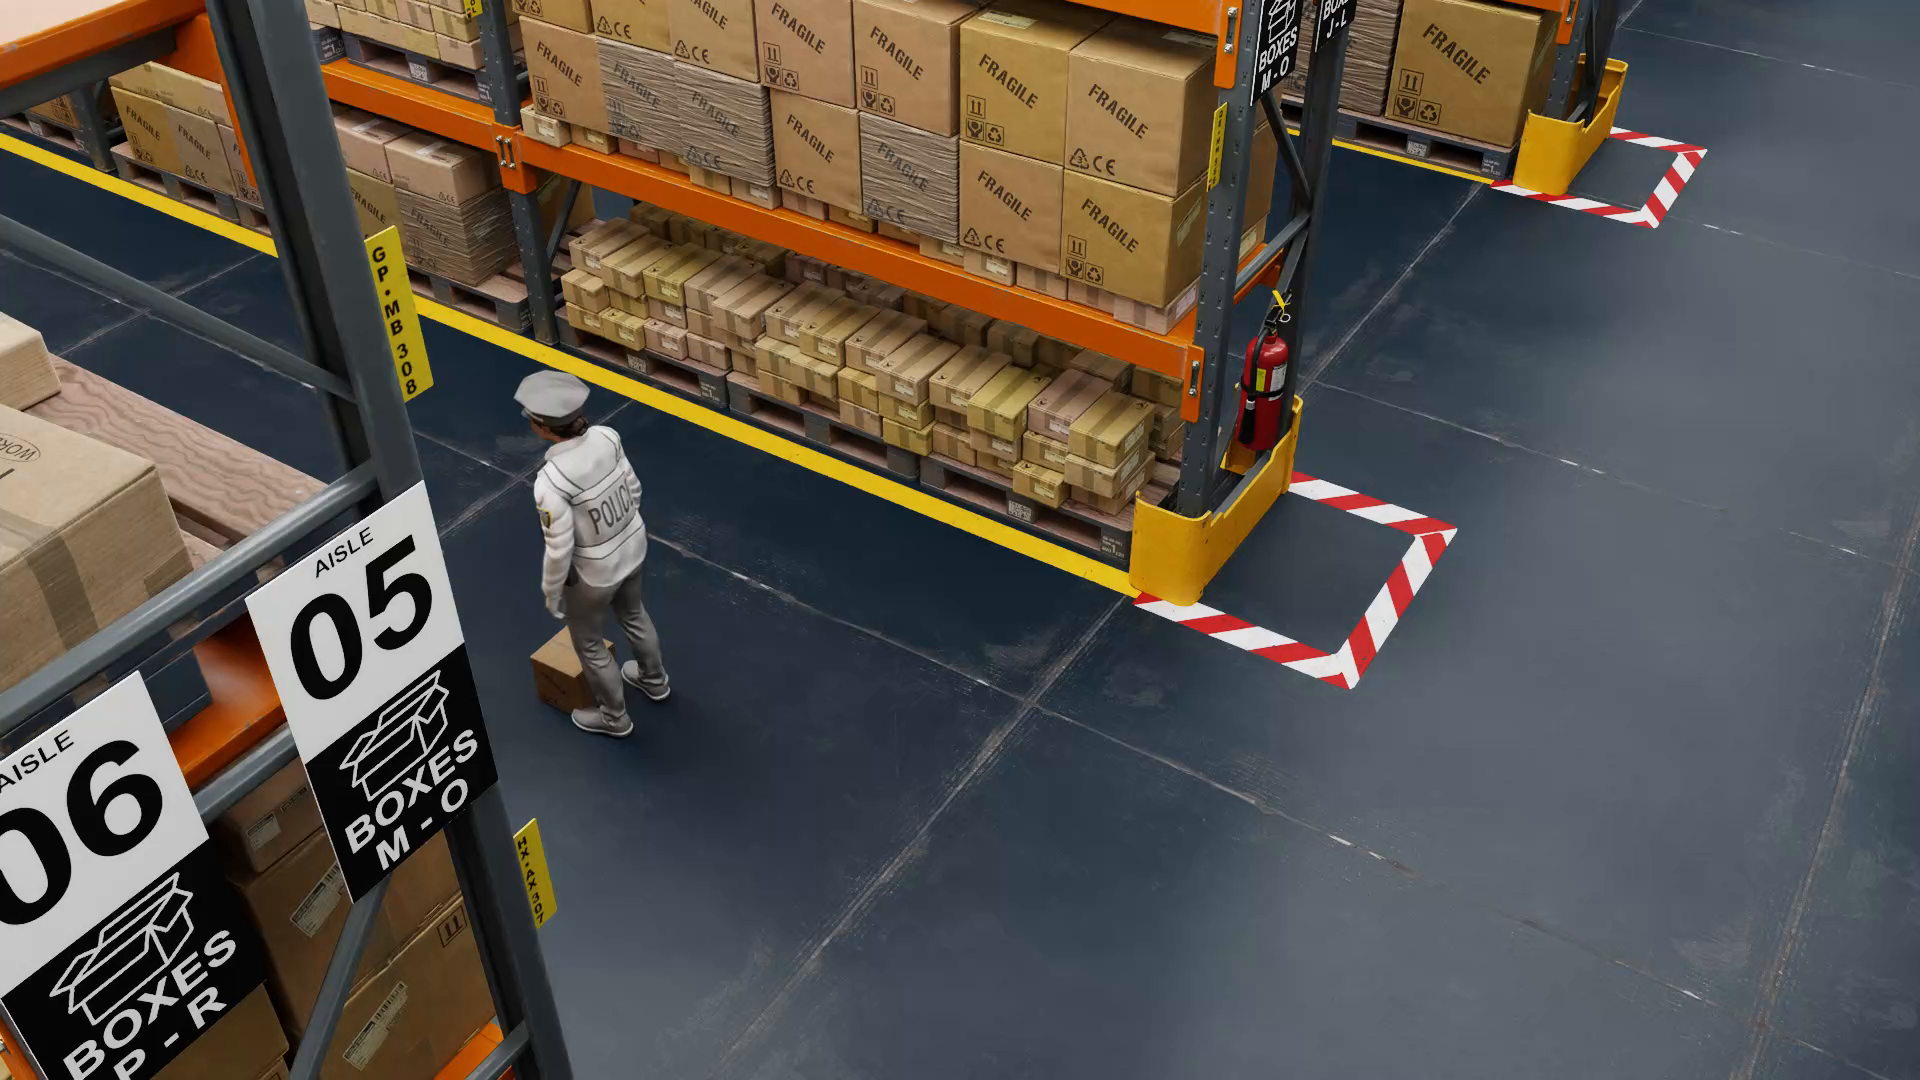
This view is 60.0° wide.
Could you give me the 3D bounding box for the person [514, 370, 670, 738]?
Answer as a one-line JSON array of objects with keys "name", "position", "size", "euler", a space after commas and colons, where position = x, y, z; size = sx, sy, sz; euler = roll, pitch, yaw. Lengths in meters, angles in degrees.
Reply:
[{"name": "person", "position": [-1.437, 0.089, 6.562], "size": [0.369, 1.667, 0.547], "euler": [19, 43, 23]}]
